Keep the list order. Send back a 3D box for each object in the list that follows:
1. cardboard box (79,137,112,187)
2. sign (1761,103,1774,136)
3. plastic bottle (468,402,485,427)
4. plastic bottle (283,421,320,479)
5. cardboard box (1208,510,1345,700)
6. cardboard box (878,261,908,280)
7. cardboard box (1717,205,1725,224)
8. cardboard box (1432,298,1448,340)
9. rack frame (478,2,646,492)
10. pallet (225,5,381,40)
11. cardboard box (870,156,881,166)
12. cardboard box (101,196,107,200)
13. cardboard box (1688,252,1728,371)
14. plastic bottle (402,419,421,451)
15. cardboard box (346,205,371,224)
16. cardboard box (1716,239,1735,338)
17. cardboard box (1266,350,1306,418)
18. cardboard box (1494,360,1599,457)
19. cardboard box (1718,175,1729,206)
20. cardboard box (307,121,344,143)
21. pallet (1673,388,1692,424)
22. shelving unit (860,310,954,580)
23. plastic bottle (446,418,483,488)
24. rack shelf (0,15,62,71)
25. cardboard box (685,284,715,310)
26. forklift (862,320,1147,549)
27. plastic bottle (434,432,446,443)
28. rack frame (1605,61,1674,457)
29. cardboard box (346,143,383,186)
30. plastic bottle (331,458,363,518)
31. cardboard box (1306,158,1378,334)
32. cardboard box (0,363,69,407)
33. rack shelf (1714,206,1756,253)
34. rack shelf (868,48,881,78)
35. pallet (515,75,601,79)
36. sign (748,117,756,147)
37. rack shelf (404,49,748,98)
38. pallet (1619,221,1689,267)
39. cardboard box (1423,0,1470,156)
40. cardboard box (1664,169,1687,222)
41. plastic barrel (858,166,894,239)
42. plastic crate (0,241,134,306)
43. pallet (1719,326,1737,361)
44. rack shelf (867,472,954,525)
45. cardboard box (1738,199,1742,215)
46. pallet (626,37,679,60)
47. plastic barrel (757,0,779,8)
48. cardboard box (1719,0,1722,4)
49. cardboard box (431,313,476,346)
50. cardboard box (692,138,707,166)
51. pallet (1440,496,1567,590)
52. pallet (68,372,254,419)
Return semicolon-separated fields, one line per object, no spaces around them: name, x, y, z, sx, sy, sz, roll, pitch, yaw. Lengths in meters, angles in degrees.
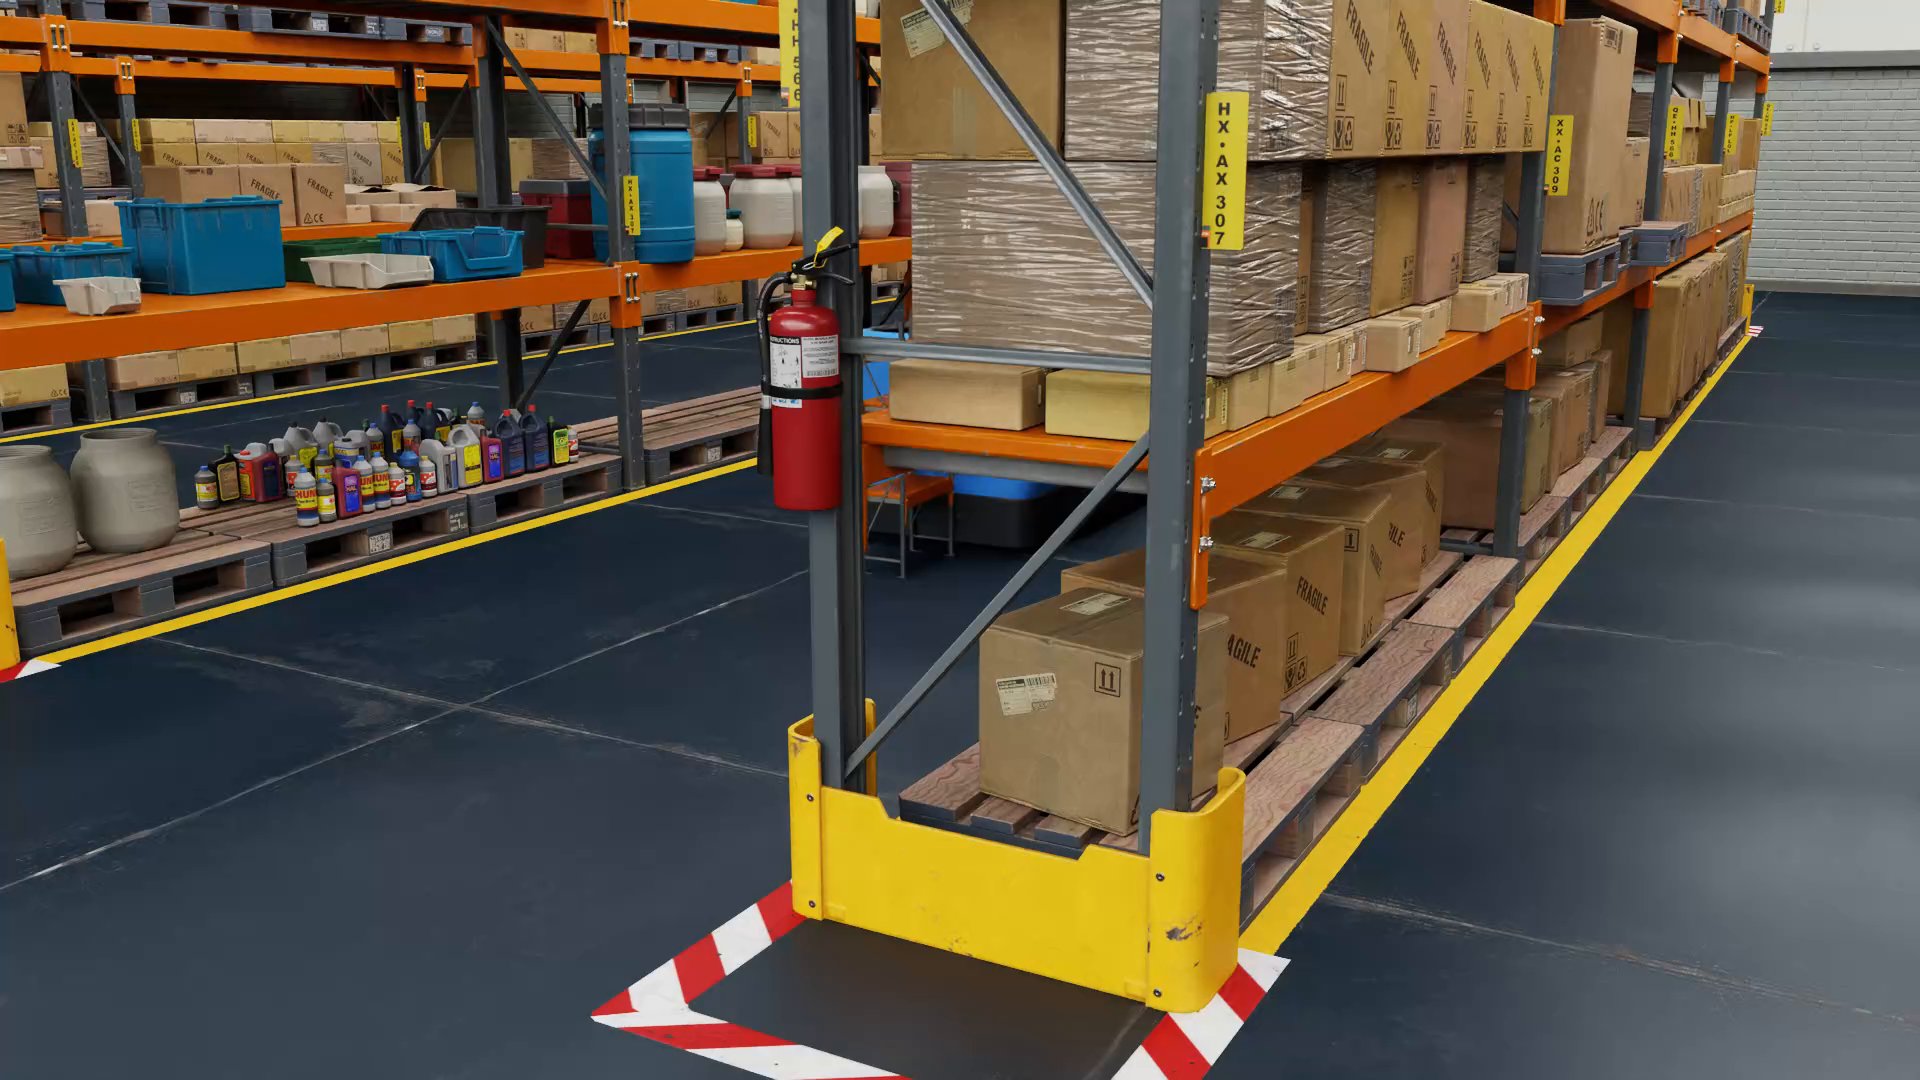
cardboard box;-9.274;-3.914;17.217;0.700;0.500;0.500;5;15;21
sign;8.288;-4.321;17.079;0.100;0.325;0.005;7;15;28
plastic bottle;-2.855;-0.678;9.828;0.097;0.271;0.097;0;14;0
plastic bottle;-3.457;-0.450;8.711;0.144;0.351;0.185;8;16;30
cardboard box;0.980;0.208;5.709;0.500;0.500;0.500;9;16;33
cardboard box;-0.898;-3.689;21.831;0.500;0.500;0.500;7;15;28
cardboard box;6.320;-2.787;14.230;0.380;0.149;0.250;7;15;28
cardboard box;1.524;-0.795;5.965;0.380;0.149;0.250;7;15;28
rack frame;-2.317;-1.806;9.625;1.000;3.000;0.127;7;15;28
pallet;-5.505;-4.176;13.458;1.003;0.211;1.213;8;16;31
cardboard box;-1.322;-4.547;20.782;0.500;0.500;0.500;8;15;28
cardboard box;-9.123;-3.733;18.110;0.380;0.149;0.250;8;16;29
cardboard box;5.594;-1.924;13.751;1.225;0.875;0.875;7;15;28
plastic bottle;-3.035;-0.532;9.221;0.097;0.271;0.097;0;14;0
cardboard box;-5.285;-2.799;14.278;0.380;0.149;0.250;9;16;32
cardboard box;6.710;-2.369;15.595;0.875;0.875;0.875;7;15;28
cardboard box;0.703;-0.432;4.463;0.380;0.149;0.250;7;15;28
cardboard box;3.389;-0.809;9.885;0.700;0.500;0.500;6;15;23
cardboard box;6.342;-3.025;14.365;0.500;0.250;0.500;7;15;27
cardboard box;-7.626;-4.804;19.570;0.500;0.250;0.500;8;16;29
pallet;4.990;-1.113;12.698;1.003;0.211;1.213;7;15;28
shelving unit;-0.251;-0.463;7.894;0.258;1.200;0.503;7;15;26
plastic bottle;-2.625;-0.462;8.762;0.144;0.351;0.185;7;15;28
rack shelf;-7.618;-3.066;9.987;1.077;0.370;4.000;7;15;28
cardboard box;-3.018;-2.774;18.034;0.500;0.500;0.500;7;15;28
forklift;0.549;-1.677;9.237;1.130;2.935;3.031;7;15;26
plastic bottle;-2.727;-0.435;8.797;0.061;0.283;0.133;7;15;28
rack frame;3.952;-2.066;10.701;1.000;3.000;0.127;7;15;28
cardboard box;-7.363;-4.544;20.090;0.500;0.500;0.500;8;15;28
plastic bottle;-2.976;-0.260;8.068;0.061;0.283;0.133;8;16;29
cardboard box;0.791;-0.941;5.189;0.875;0.500;0.500;7;15;28
cardboard box;-6.684;-1.116;11.732;0.500;0.250;0.500;7;15;28
rack shelf;6.853;-2.947;15.892;1.077;0.370;4.000;7;15;28
rack shelf;0.583;-4.146;14.464;1.077;0.370;4.000;7;15;28
pallet;-5.538;-6.652;23.516;1.003;0.211;1.213;7;15;28
sign;-2.296;-4.510;18.371;0.100;0.325;0.005;7;15;28
rack shelf;-3.751;-4.708;16.795;1.077;0.370;4.000;7;15;28
pallet;3.701;-1.814;10.067;1.213;0.211;1.003;7;15;28
cardboard box;1.314;-1.493;5.346;0.500;0.500;0.500;7;15;28
cardboard box;4.673;-2.289;11.415;0.500;0.500;0.500;7;15;27
plastic barrel;-0.694;-2.446;12.040;0.421;0.512;0.421;0;14;0
plastic crate;-3.952;-1.182;7.355;0.499;0.251;0.408;7;15;28
pallet;6.911;-1.929;16.085;1.003;0.211;1.213;7;15;28
rack shelf;-0.251;-0.205;7.956;0.258;0.148;0.480;7;15;26
cardboard box;7.197;-3.161;15.780;0.380;0.149;0.250;8;16;29
pallet;-3.659;-5.037;17.029;1.213;0.211;1.003;7;15;28
plastic barrel;-1.287;-4.016;11.474;0.600;0.830;0.708;7;15;28
cardboard box;6.212;-4.813;14.375;0.700;0.500;0.500;6;15;25
cardboard box;-4.758;-1.921;15.071;0.500;0.250;0.500;8;16;29
cardboard box;-3.209;-4.190;18.405;0.700;0.500;0.500;2;14;9
pallet;2.394;-0.049;8.288;1.003;0.211;1.213;7;15;28
pallet;-6.329;-1.168;12.928;1.003;0.211;1.213;7;15;28
